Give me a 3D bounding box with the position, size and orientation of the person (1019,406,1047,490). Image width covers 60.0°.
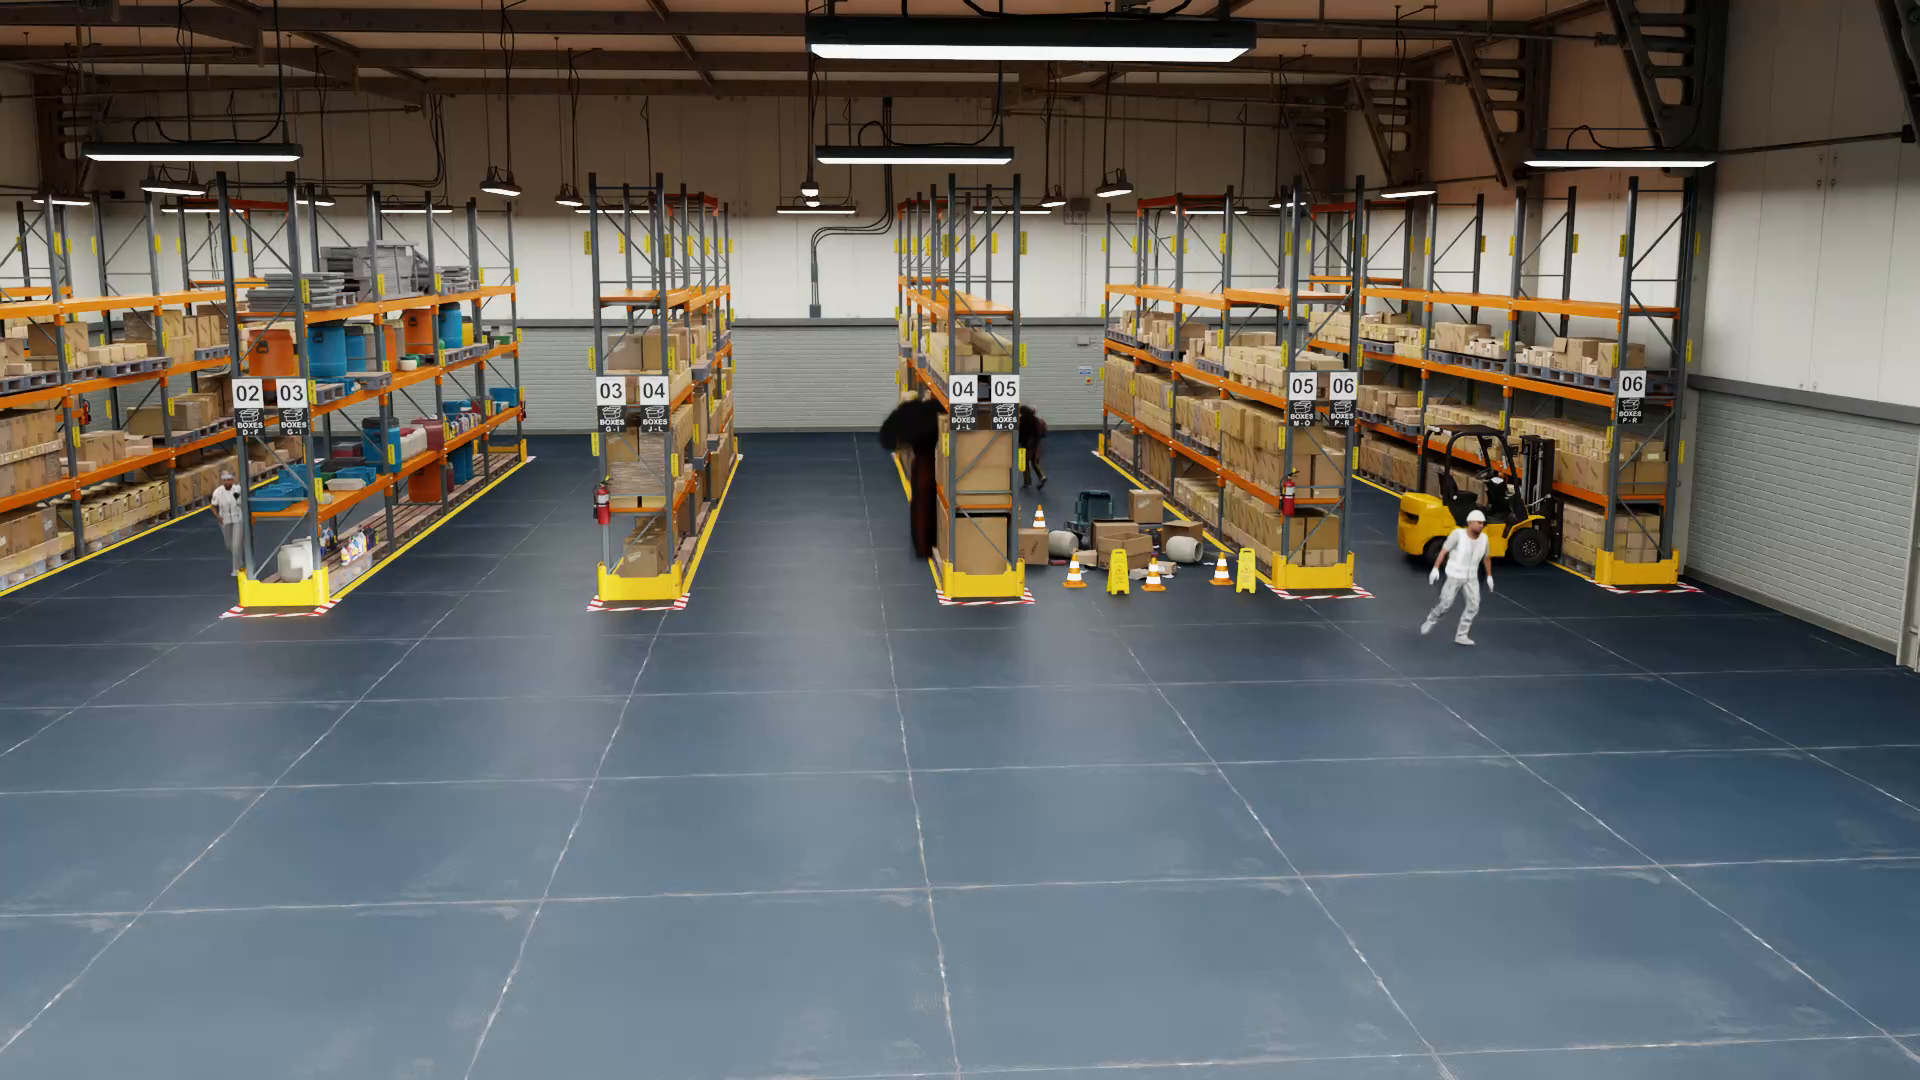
[{"bbox_3d":[1.532,-1.896,34.457,0.706,1.740,0.931,-4,11,-21],"label":"person"}]

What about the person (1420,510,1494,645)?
[{"bbox_3d":[6.335,0.446,21.221,0.773,1.728,0.744,-3,10,-16],"label":"person"}]

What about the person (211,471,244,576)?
[{"bbox_3d":[-11.236,-0.296,25.715,0.574,1.643,0.730,-2,10,-12],"label":"person"}]
